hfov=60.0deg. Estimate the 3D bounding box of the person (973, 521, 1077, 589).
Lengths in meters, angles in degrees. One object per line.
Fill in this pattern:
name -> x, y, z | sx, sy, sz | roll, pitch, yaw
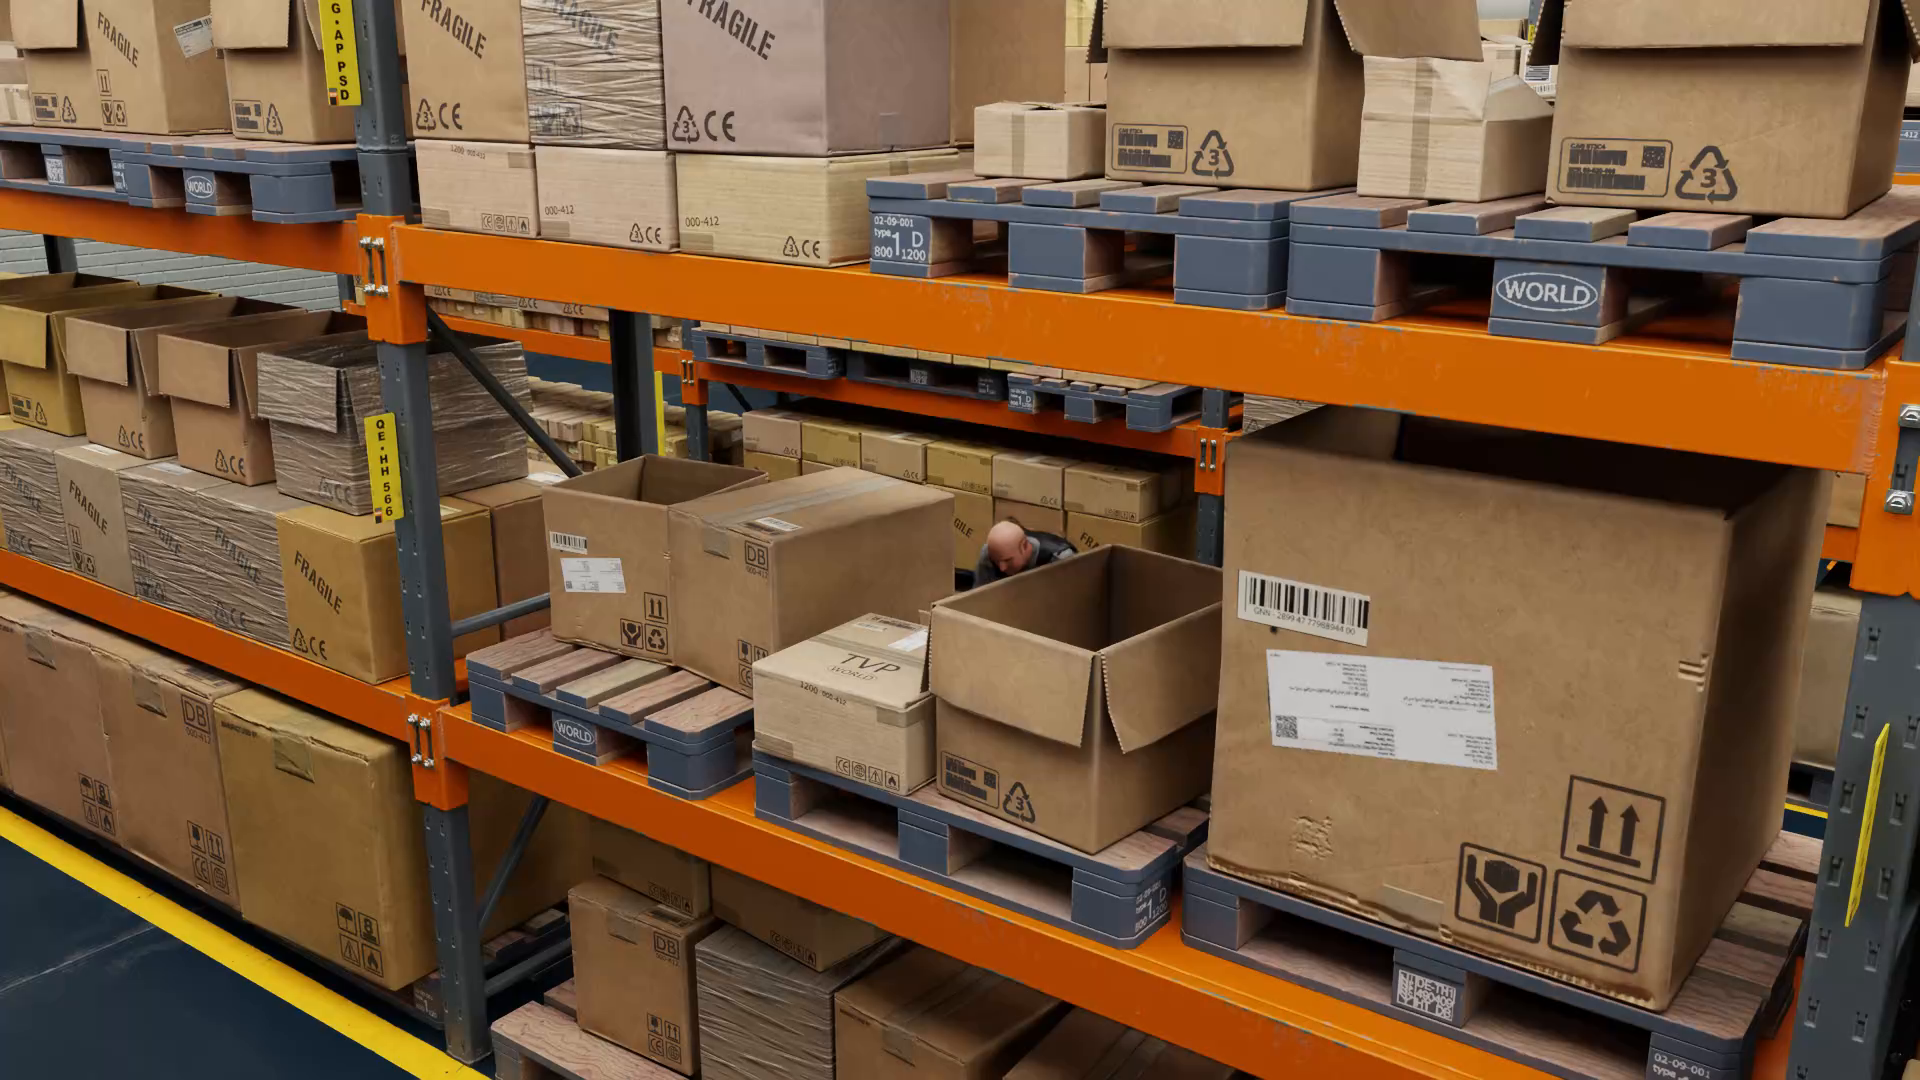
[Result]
person -> 0.379, 0.436, 7.985 | 0.582, 1.226, 0.795 | 12, 20, 35
